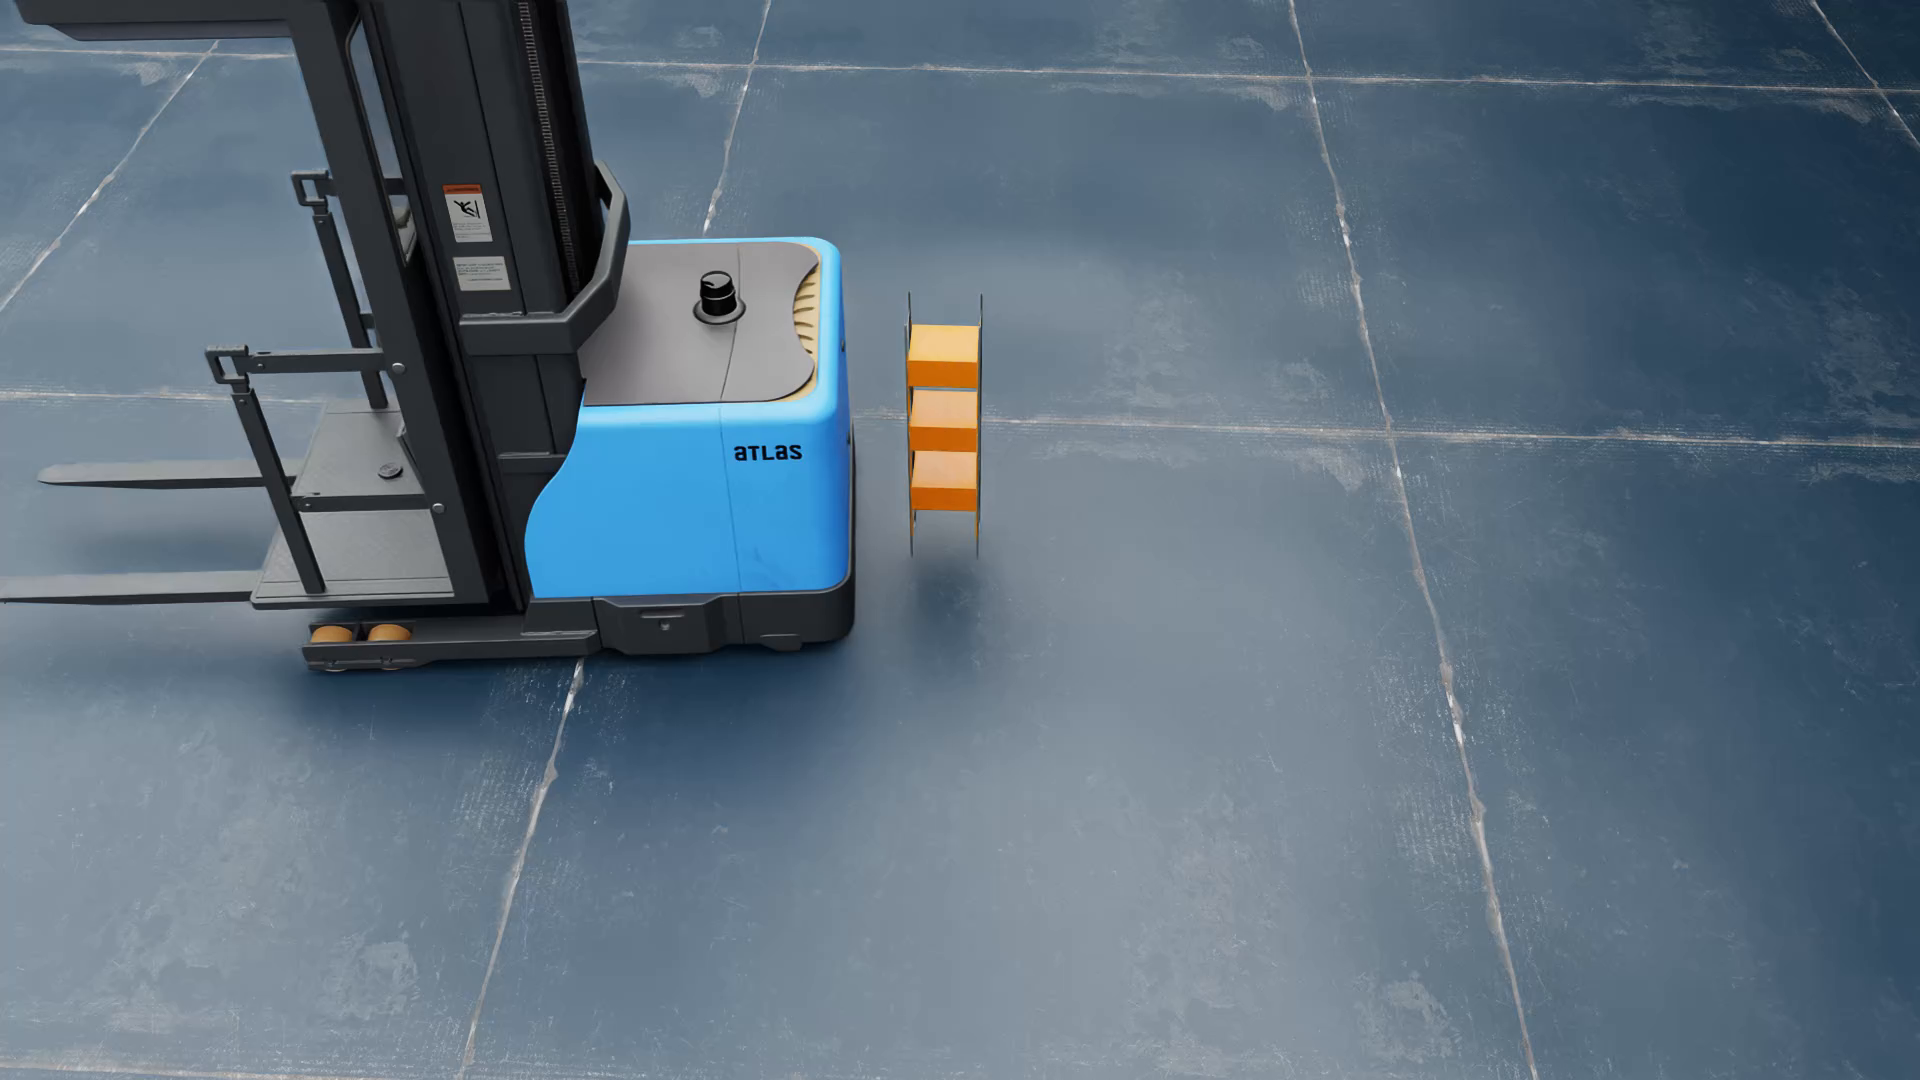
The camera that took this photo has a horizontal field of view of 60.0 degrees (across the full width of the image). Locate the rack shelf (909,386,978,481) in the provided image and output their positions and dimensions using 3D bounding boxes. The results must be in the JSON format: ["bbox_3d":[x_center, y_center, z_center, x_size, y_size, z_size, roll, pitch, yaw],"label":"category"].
[{"bbox_3d":[-0.053,-0.378,5.901,0.240,0.259,0.215,2,43,2],"label":"rack shelf"}]

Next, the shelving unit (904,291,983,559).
[{"bbox_3d":[-0.053,-0.386,5.894,0.252,1.050,0.215,2,43,2],"label":"shelving unit"}]

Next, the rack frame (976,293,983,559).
[{"bbox_3d":[0.068,-0.382,5.890,0.008,1.050,0.200,2,43,2],"label":"rack frame"}]

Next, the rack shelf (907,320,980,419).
[{"bbox_3d":[-0.053,-0.586,5.708,0.240,0.259,0.215,2,43,2],"label":"rack shelf"}]

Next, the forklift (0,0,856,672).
[{"bbox_3d":[-1.902,-0.986,5.158,3.031,2.935,1.130,-2,43,-2],"label":"forklift"}]

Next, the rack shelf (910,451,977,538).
[{"bbox_3d":[-0.053,-0.175,6.091,0.240,0.259,0.215,2,43,2],"label":"rack shelf"}]

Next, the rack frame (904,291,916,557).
[{"bbox_3d":[-0.175,-0.390,5.898,0.008,1.050,0.200,2,43,2],"label":"rack frame"}]
